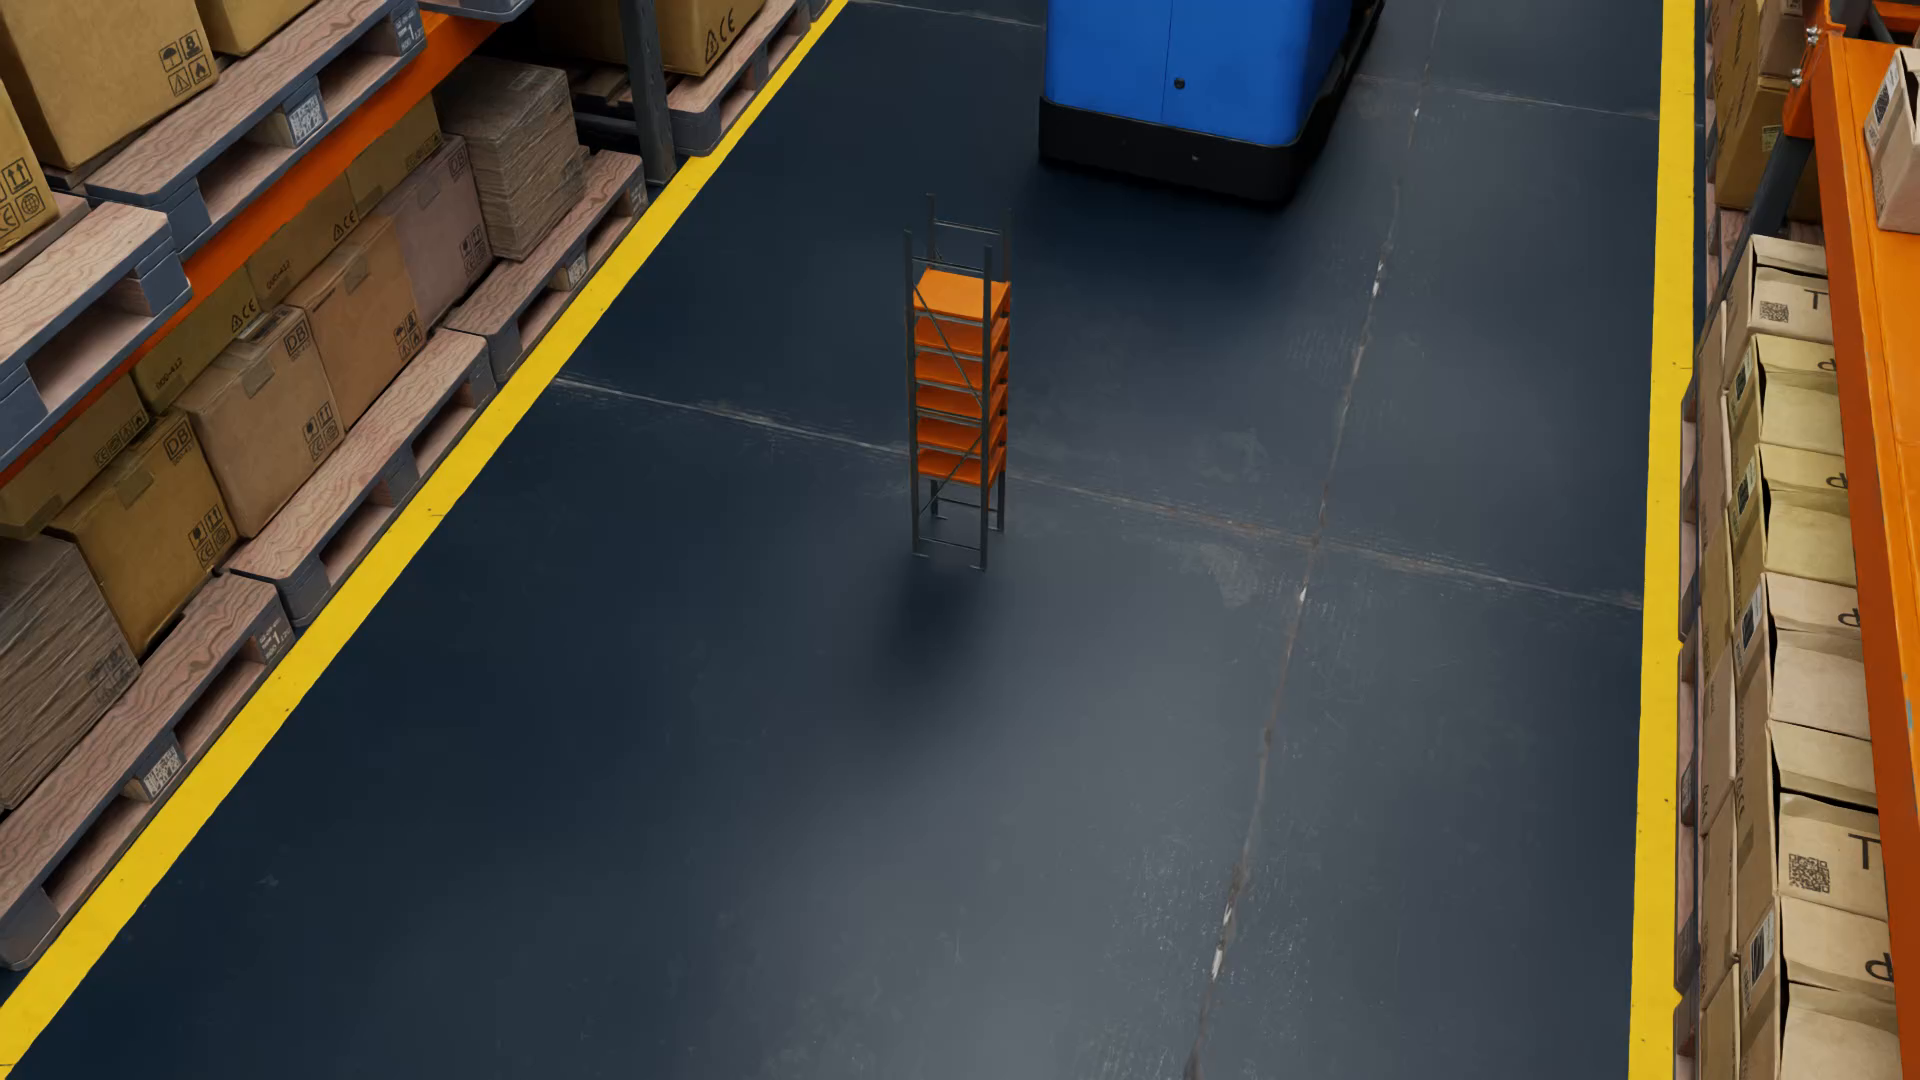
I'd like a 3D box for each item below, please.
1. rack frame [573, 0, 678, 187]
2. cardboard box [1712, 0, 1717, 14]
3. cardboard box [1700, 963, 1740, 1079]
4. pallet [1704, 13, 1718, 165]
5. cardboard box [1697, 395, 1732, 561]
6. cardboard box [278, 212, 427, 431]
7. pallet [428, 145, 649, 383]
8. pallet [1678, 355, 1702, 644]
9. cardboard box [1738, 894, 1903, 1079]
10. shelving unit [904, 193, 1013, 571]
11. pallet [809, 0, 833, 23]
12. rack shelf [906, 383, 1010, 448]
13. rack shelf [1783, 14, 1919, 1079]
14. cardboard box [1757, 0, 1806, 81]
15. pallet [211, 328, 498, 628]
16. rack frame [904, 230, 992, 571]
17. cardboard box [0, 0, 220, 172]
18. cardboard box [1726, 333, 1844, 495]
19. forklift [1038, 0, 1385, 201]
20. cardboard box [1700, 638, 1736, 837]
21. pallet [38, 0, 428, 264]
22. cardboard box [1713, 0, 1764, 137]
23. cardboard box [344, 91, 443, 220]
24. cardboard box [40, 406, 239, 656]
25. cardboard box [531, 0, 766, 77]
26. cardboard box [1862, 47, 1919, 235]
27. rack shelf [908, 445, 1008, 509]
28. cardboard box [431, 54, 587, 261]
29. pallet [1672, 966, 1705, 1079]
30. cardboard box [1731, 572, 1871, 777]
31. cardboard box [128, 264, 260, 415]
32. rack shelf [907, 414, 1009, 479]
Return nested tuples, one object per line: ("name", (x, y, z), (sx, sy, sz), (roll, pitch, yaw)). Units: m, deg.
("rack frame", (-1.648, -2.641, 5.804), (1.000, 3.000, 0.127), (13, 46, 13))
("cardboard box", (3.598, -2.564, 7.199), (0.500, 0.500, 0.500), (13, 46, 13))
("cardboard box", (1.867, 1.230, 3.514), (0.500, 0.250, 0.500), (12, 46, 12))
("pallet", (3.708, -1.898, 7.039), (1.003, 0.211, 1.213), (13, 46, 13))
("cardboard box", (2.485, -0.140, 4.914), (0.500, 0.250, 0.500), (11, 46, 11))
("cardboard box", (-2.206, -0.758, 5.353), (0.700, 0.500, 0.500), (12, 46, 12))
("pallet", (-1.886, -1.124, 6.248), (1.003, 0.211, 1.213), (13, 46, 13))
("pallet", (2.788, -0.057, 5.158), (1.003, 0.211, 1.213), (13, 46, 13))
("cardboard box", (1.864, 1.025, 3.322), (0.500, 0.311, 0.500), (14, 46, 14))
("shelving unit", (-0.004, -0.419, 4.821), (0.258, 1.200, 0.189), (13, 46, 12))
("pallet", (-0.966, -2.965, 8.129), (1.003, 0.211, 1.213), (13, 46, 13))
("rack shelf", (-0.004, -0.387, 4.852), (0.258, 0.103, 0.180), (13, 46, 12))
("rack shelf", (2.469, -0.004, 3.624), (1.077, 0.370, 4.000), (13, 46, 13))
("cardboard box", (3.147, -1.838, 5.920), (0.500, 0.250, 0.500), (14, 46, 14))
("pallet", (-2.257, -0.314, 5.419), (1.003, 0.211, 1.213), (13, 46, 13))
("rack frame", (-0.032, -0.358, 4.758), (0.240, 1.200, 0.006), (13, 46, 12))
("cardboard box", (-2.327, -1.317, 4.065), (0.700, 0.500, 0.500), (19, 47, 18))
("cardboard box", (2.485, -0.323, 4.701), (0.500, 0.311, 0.500), (11, 46, 12))
("forklift", (1.329, -3.417, 6.646), (1.130, 2.935, 3.031), (15, 46, 15))
("cardboard box", (2.177, 0.550, 4.209), (0.500, 0.250, 0.500), (13, 46, 13))
("pallet", (-2.208, -1.245, 4.514), (1.003, 0.211, 1.213), (13, 46, 13))
("cardboard box", (3.291, -1.876, 6.495), (0.500, 0.500, 0.500), (11, 45, 11))
("cardboard box", (-2.048, -1.315, 5.386), (0.500, 0.250, 0.500), (13, 46, 13))
("cardboard box", (-2.543, -0.088, 4.668), (0.700, 0.500, 0.500), (12, 46, 12))
("cardboard box", (-1.300, -2.485, 6.882), (0.750, 0.750, 0.750), (12, 46, 12))
("cardboard box", (2.619, -1.008, 4.199), (0.500, 0.311, 0.500), (12, 46, 12))
("rack shelf", (-0.004, -0.216, 5.019), (0.258, 0.103, 0.180), (13, 46, 12))
("cardboard box", (-1.816, -1.414, 6.023), (0.700, 0.500, 0.500), (13, 46, 13))
("pallet", (2.049, 1.569, 3.496), (1.003, 0.211, 1.213), (13, 46, 13))
("cardboard box", (2.173, 0.359, 4.003), (0.500, 0.311, 0.500), (12, 46, 12))
("cardboard box", (-2.368, -0.643, 4.699), (0.500, 0.250, 0.500), (11, 46, 11))
("rack shelf", (-0.004, -0.302, 4.936), (0.258, 0.103, 0.180), (13, 46, 12))
